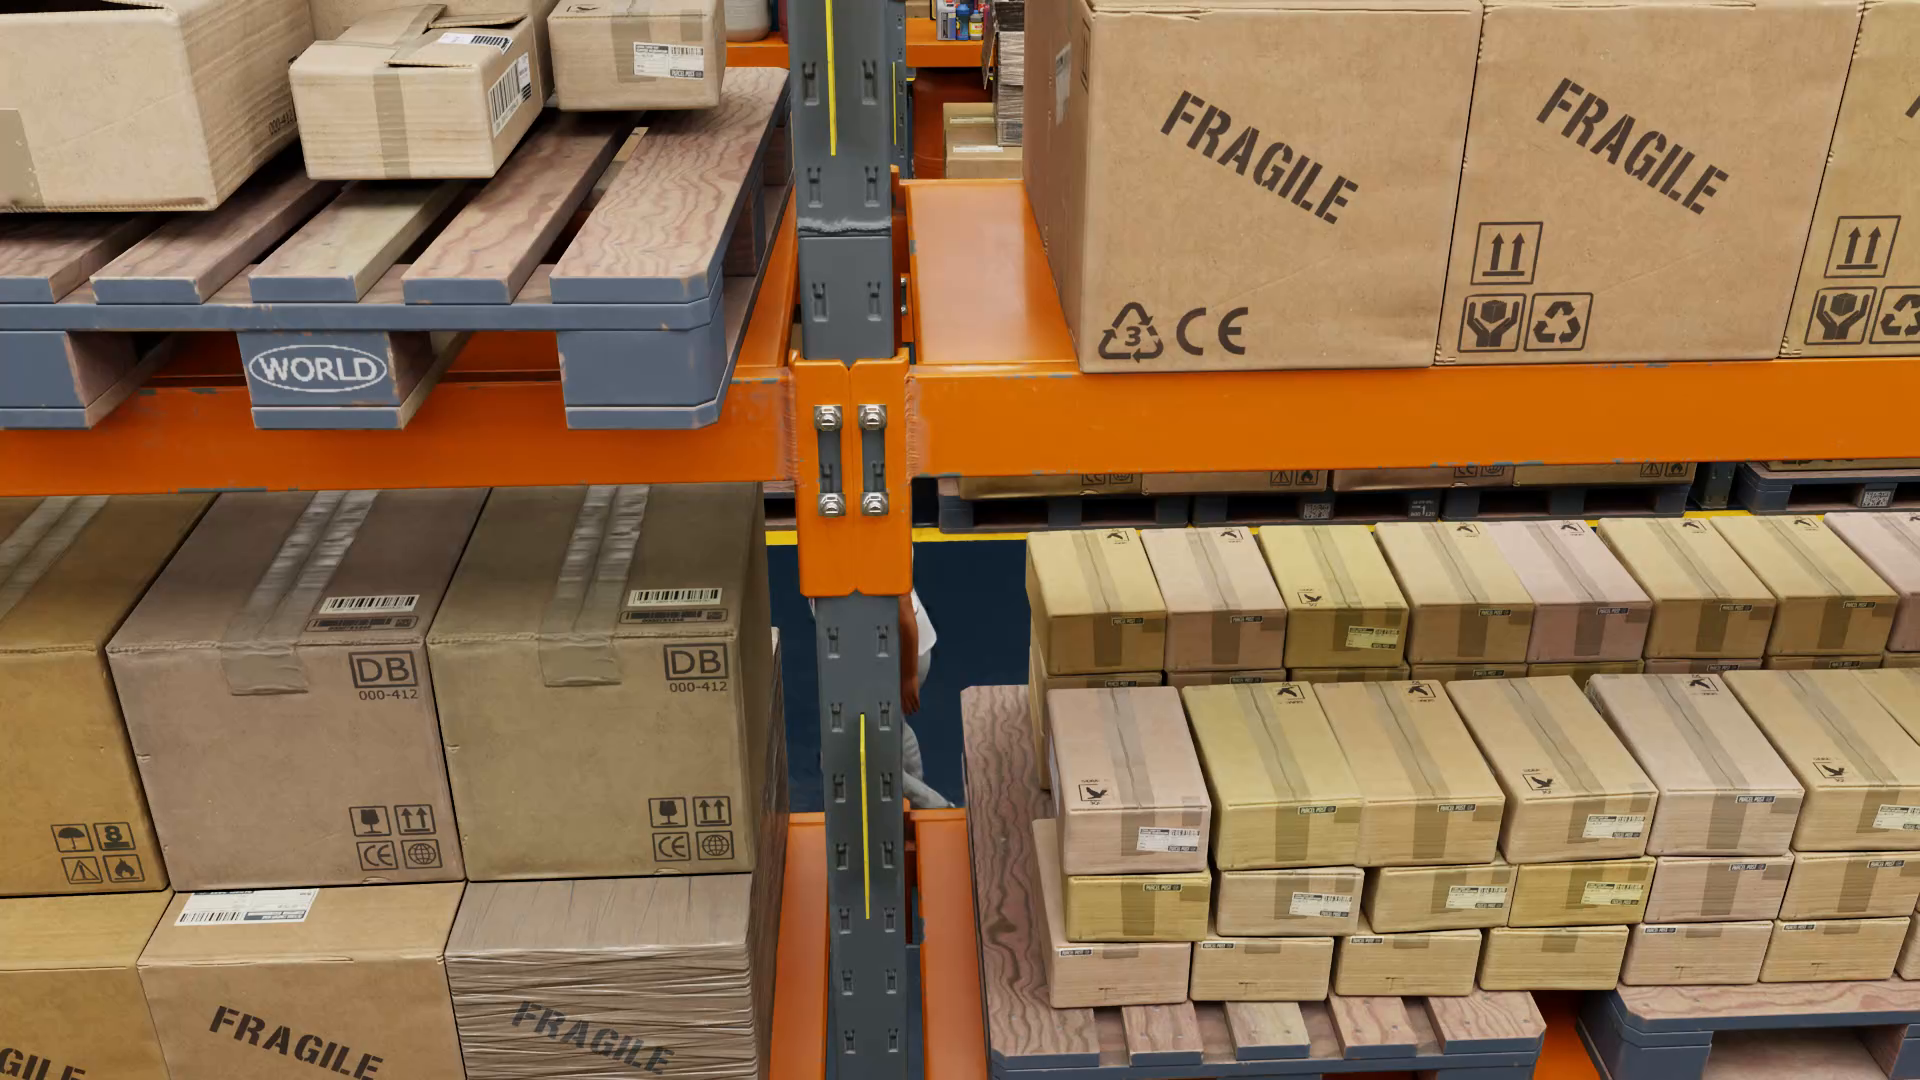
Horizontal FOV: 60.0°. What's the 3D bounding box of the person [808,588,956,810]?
[{"bbox_3d":[-0.282,0.361,5.416,0.512,1.656,0.549,-7,29,-13],"label":"person"}]
